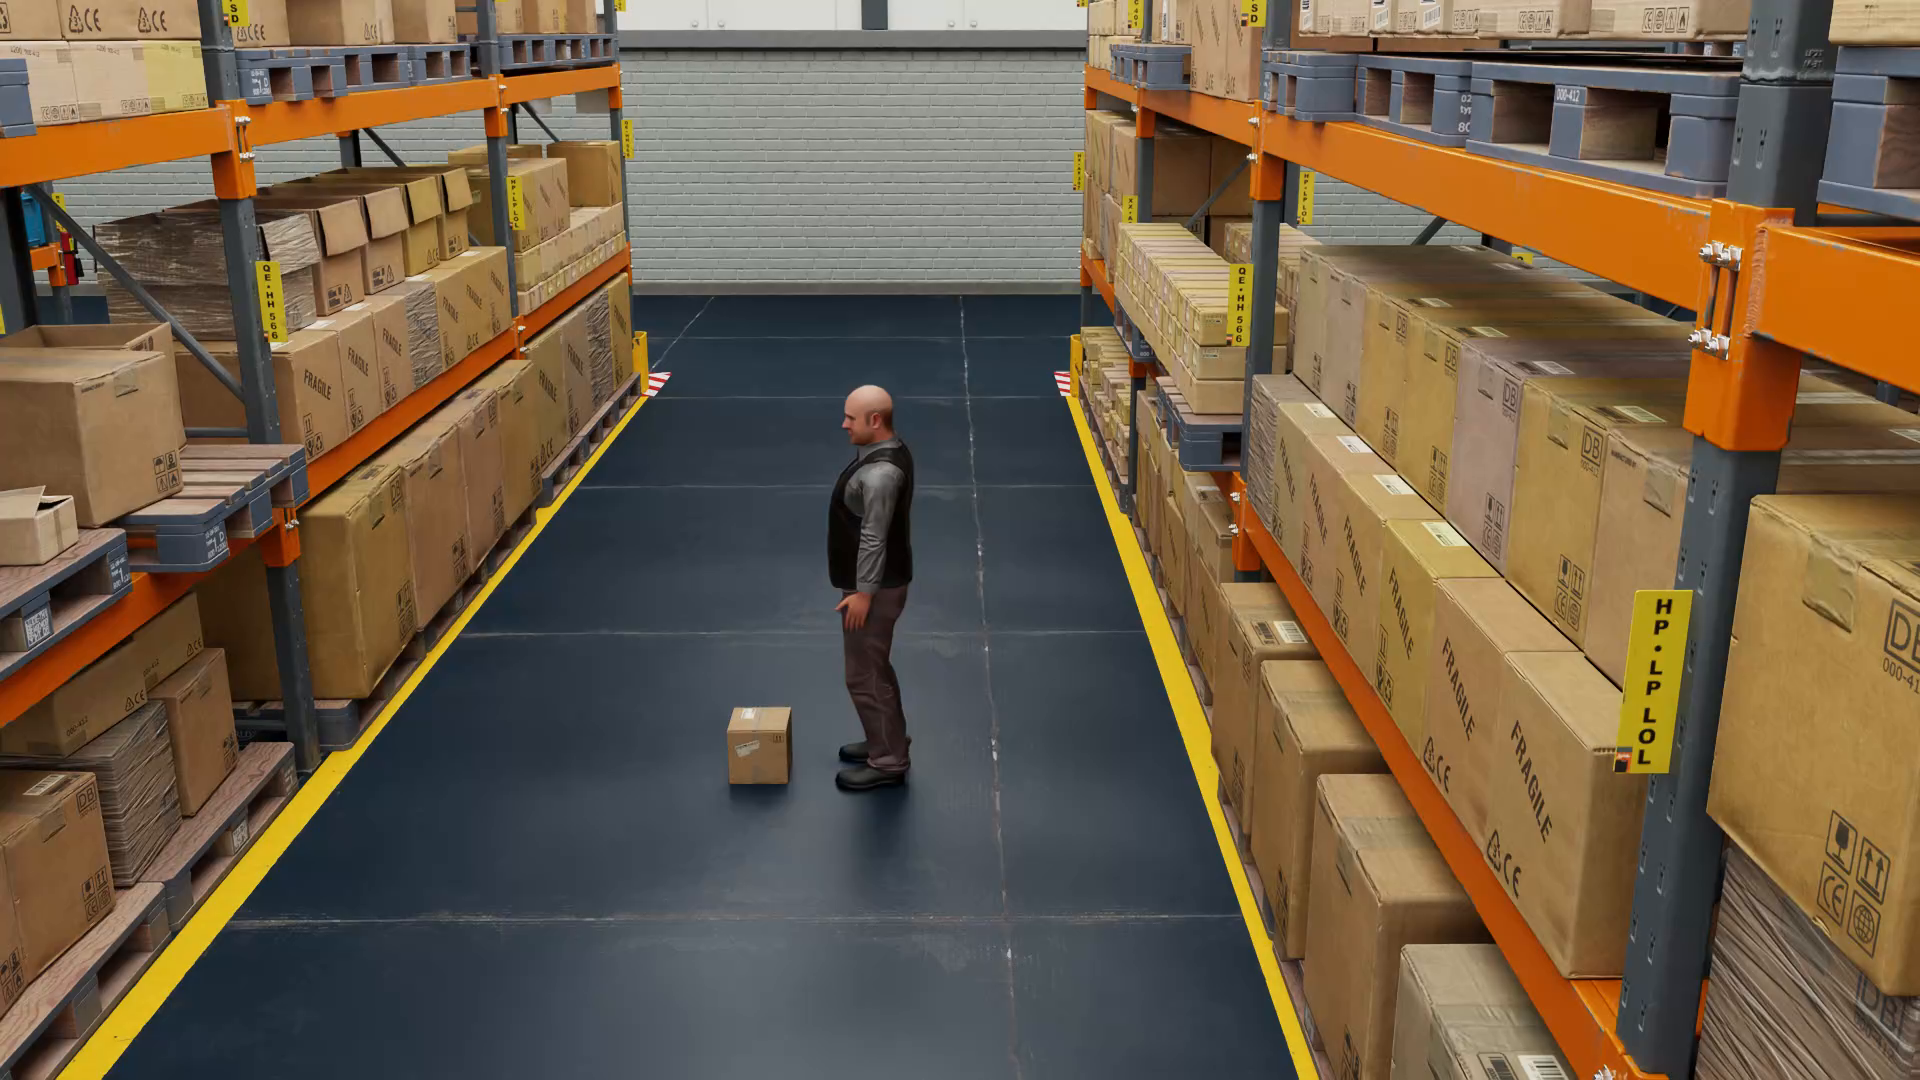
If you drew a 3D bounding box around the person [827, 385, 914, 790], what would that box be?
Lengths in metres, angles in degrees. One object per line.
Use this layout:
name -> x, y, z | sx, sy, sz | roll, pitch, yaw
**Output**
person -> -0.370, 0.195, 6.966 | 0.358, 1.714, 0.533 | 0, 17, 0
